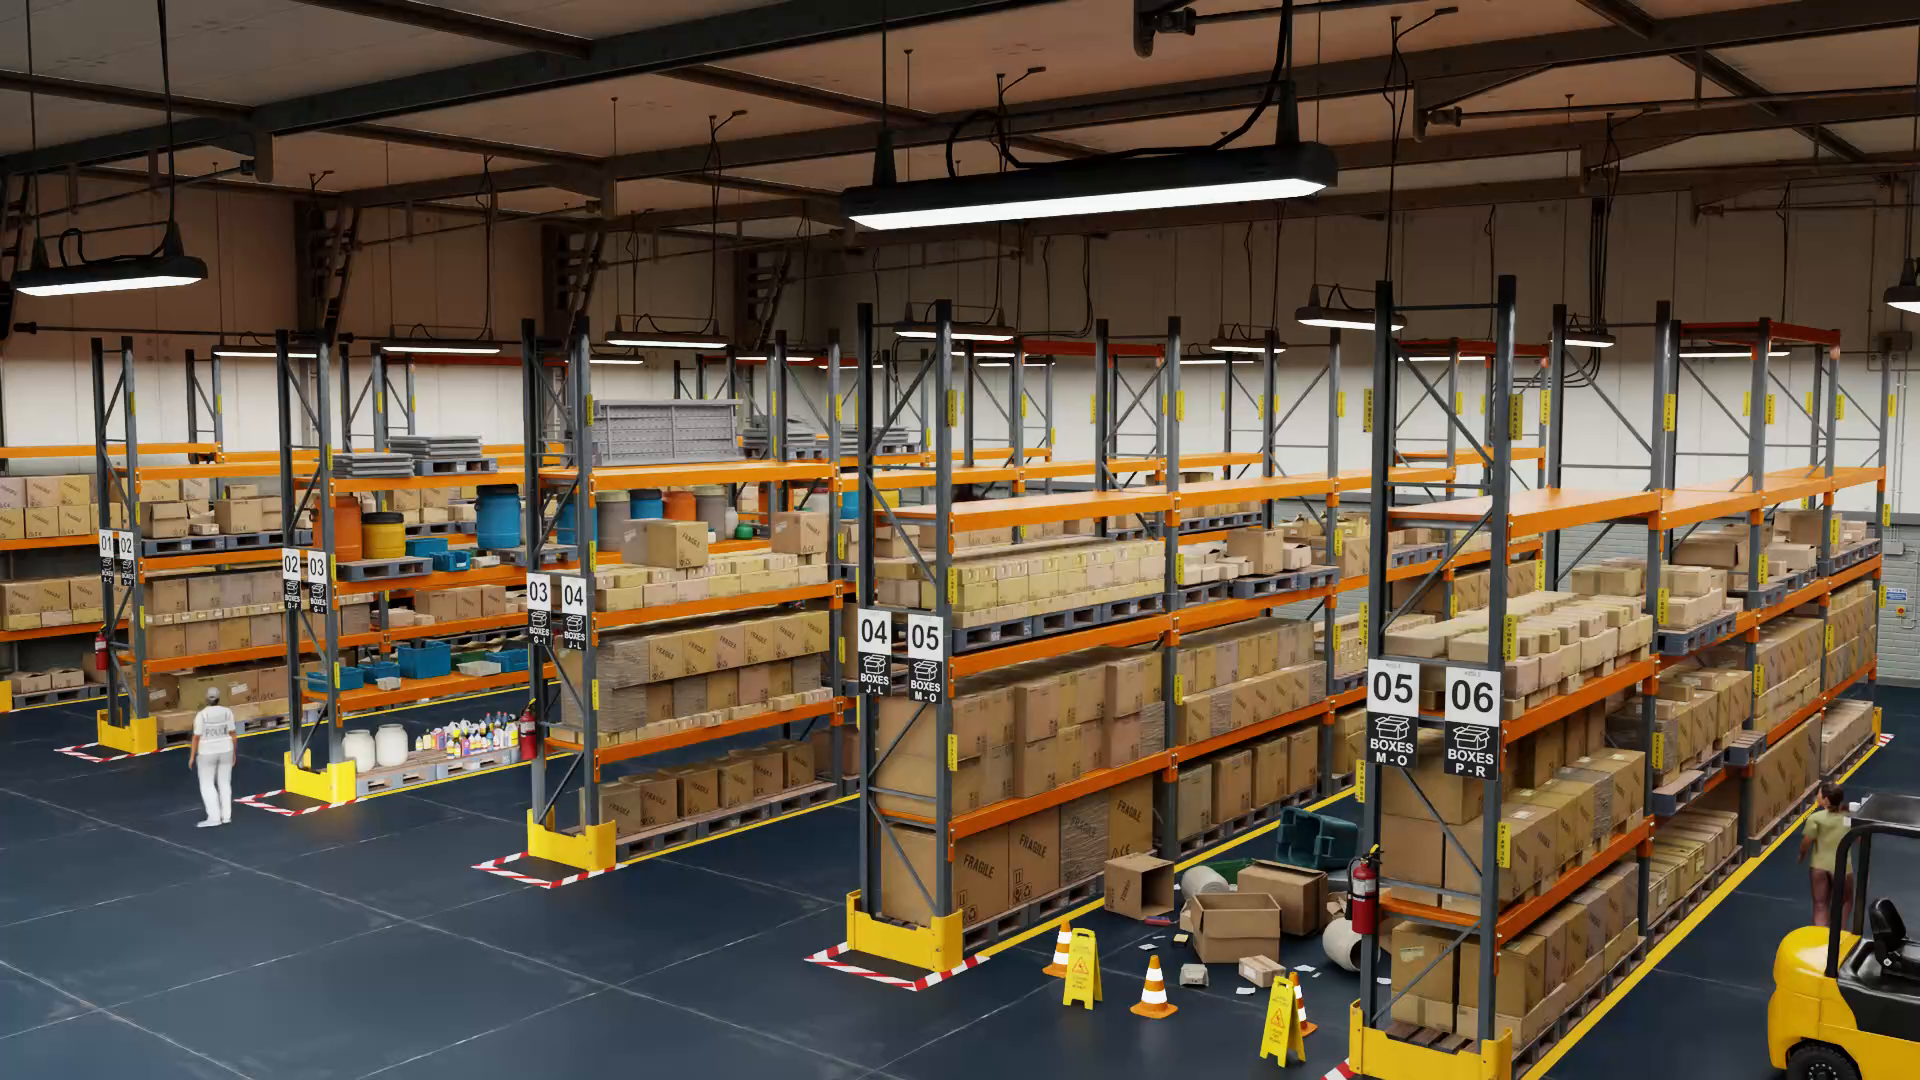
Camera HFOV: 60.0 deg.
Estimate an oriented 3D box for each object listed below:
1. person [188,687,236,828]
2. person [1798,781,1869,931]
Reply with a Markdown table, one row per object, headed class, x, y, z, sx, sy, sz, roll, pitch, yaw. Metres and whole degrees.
| class | x | y | z | sx | sy | sz | roll | pitch | yaw |
| --- | --- | --- | --- | --- | --- | --- | --- | --- | --- |
| person | -8.981 | 2.601 | 19.983 | 0.397 | 1.680 | 0.525 | 4 | 6 | 39 |
| person | 7.925 | 3.059 | 15.140 | 0.610 | 1.687 | 0.642 | 4 | 6 | 36 |
